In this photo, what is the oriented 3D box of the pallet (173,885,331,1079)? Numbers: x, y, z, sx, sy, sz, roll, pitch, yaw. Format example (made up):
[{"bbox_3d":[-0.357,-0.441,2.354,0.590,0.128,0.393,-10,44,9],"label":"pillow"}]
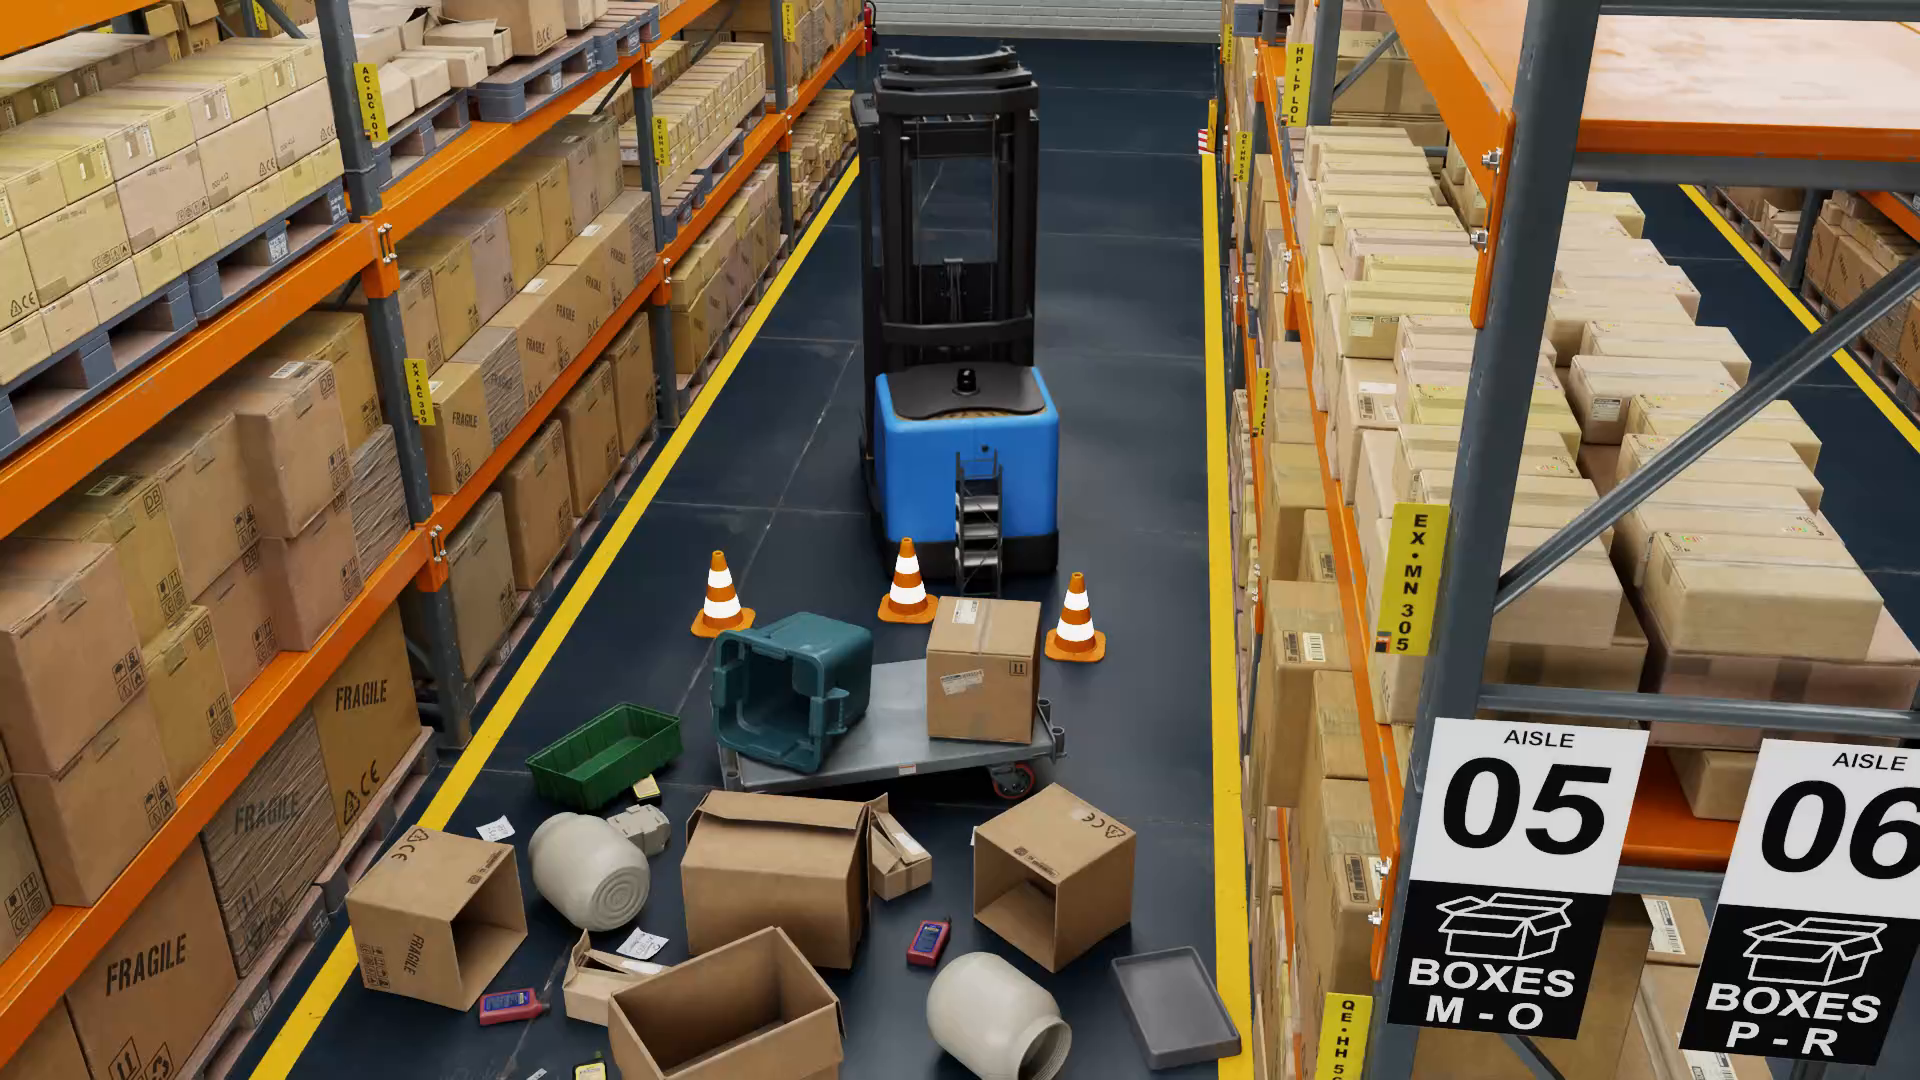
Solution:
[{"bbox_3d":[-3.352,1.863,6.862,1.003,0.211,1.213,3,28,6],"label":"pallet"}]

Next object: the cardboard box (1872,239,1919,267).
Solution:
[{"bbox_3d":[7.425,-2.248,13.061,0.380,0.149,0.250,3,28,6],"label":"cardboard box"}]

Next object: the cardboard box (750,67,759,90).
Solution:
[{"bbox_3d":[-1.938,-3.942,14.205,0.380,0.149,0.250,4,29,7],"label":"cardboard box"}]

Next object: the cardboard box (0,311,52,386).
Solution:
[{"bbox_3d":[-3.010,-0.587,5.023,0.380,0.149,0.250,3,28,6],"label":"cardboard box"}]

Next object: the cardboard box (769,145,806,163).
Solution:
[{"bbox_3d":[-1.722,-3.774,16.320,0.380,0.149,0.250,3,28,5],"label":"cardboard box"}]

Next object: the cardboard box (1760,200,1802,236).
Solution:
[{"bbox_3d":[7.618,-2.962,15.317,0.396,0.266,0.258,4,29,8],"label":"cardboard box"}]

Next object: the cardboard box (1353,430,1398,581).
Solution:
[{"bbox_3d":[1.272,-0.049,4.153,0.500,0.250,0.500,3,28,6],"label":"cardboard box"}]

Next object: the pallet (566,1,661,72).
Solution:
[{"bbox_3d":[-2.570,-3.108,10.185,1.213,0.211,1.003,5,29,9],"label":"pallet"}]

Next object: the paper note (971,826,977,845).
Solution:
[{"bbox_3d":[0.133,1.403,7.905,0.148,0.019,0.142,3,28,6],"label":"paper note"}]

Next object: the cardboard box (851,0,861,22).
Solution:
[{"bbox_3d":[-1.364,-5.891,17.896,0.500,0.500,0.500,4,29,7],"label":"cardboard box"}]

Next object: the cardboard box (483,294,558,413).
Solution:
[{"bbox_3d":[-2.578,-1.043,9.210,0.500,0.500,0.500,3,28,6],"label":"cardboard box"}]

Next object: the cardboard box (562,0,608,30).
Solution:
[{"bbox_3d":[-2.375,-3.178,9.661,0.500,0.311,0.500,3,28,6],"label":"cardboard box"}]

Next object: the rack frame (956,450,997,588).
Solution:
[{"bbox_3d":[0.096,-0.118,9.812,0.240,0.900,0.006,-3,29,-6],"label":"rack frame"}]

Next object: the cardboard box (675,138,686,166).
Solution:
[{"bbox_3d":[-2.225,-2.852,12.181,0.380,0.149,0.250,2,28,5],"label":"cardboard box"}]

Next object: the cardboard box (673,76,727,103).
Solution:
[{"bbox_3d":[-2.070,-3.582,13.224,0.380,0.149,0.250,2,28,4],"label":"cardboard box"}]

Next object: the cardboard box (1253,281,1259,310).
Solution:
[{"bbox_3d":[1.955,-1.483,9.955,0.380,0.149,0.250,4,29,6],"label":"cardboard box"}]

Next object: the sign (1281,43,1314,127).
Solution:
[{"bbox_3d":[1.340,-1.806,6.609,0.100,0.325,0.005,3,28,6],"label":"sign"}]

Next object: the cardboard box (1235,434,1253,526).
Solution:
[{"bbox_3d":[2.219,-0.352,10.360,0.950,0.372,0.625,3,28,5],"label":"cardboard box"}]

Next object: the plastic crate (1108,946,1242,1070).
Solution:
[{"bbox_3d":[0.885,1.923,6.889,0.402,0.080,0.583,-6,29,-11],"label":"plastic crate"}]

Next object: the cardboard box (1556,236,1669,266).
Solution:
[{"bbox_3d":[1.976,-0.838,5.197,0.380,0.149,0.250,4,29,7],"label":"cardboard box"}]

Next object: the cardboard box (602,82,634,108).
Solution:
[{"bbox_3d":[-2.746,-3.502,13.074,0.380,0.149,0.250,4,29,8],"label":"cardboard box"}]

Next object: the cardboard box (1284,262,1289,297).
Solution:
[{"bbox_3d":[1.795,-1.255,8.163,0.380,0.149,0.250,3,28,5],"label":"cardboard box"}]

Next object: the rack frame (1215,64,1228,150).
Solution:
[{"bbox_3d":[3.361,-5.703,17.965,1.000,3.000,0.127,3,28,6],"label":"rack frame"}]

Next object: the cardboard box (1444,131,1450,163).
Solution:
[{"bbox_3d":[2.360,-1.745,7.172,0.500,0.250,0.500,3,28,5],"label":"cardboard box"}]

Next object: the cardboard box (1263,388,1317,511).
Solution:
[{"bbox_3d":[1.537,-0.236,6.343,0.700,0.500,0.500,4,29,6],"label":"cardboard box"}]

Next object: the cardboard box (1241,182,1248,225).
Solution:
[{"bbox_3d":[2.188,-2.334,11.342,0.500,0.250,0.500,3,28,6],"label":"cardboard box"}]

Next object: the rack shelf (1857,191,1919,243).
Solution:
[{"bbox_3d":[7.553,-2.275,12.361,1.077,0.370,4.000,3,28,6],"label":"rack shelf"}]

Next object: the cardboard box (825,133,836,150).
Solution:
[{"bbox_3d":[-1.508,-4.130,17.294,0.380,0.149,0.250,5,29,9],"label":"cardboard box"}]

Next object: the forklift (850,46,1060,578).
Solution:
[{"bbox_3d":[-0.101,-1.729,10.661,1.130,2.935,3.031,-3,29,-6],"label":"forklift"}]

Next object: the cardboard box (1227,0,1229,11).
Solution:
[{"bbox_3d":[2.908,-5.491,16.412,0.500,0.500,0.500,3,28,6],"label":"cardboard box"}]

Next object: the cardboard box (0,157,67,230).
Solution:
[{"bbox_3d":[-2.980,-1.059,5.058,0.380,0.149,0.250,4,29,7],"label":"cardboard box"}]

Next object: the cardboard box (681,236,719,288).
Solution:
[{"bbox_3d":[-2.157,-2.141,12.755,0.500,0.250,0.500,3,28,6],"label":"cardboard box"}]

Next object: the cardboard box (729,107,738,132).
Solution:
[{"bbox_3d":[-2.029,-3.447,13.600,0.380,0.149,0.250,2,28,4],"label":"cardboard box"}]

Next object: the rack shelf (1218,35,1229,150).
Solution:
[{"bbox_3d":[3.116,-4.444,16.388,1.077,0.370,4.000,3,28,6],"label":"rack shelf"}]

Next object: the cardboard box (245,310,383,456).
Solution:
[{"bbox_3d":[-3.114,-0.664,7.315,0.875,0.550,0.550,3,28,6],"label":"cardboard box"}]

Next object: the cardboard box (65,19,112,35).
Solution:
[{"bbox_3d":[-7.191,-3.964,13.575,0.797,0.503,0.637,4,29,8],"label":"cardboard box"}]

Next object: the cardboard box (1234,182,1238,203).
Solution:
[{"bbox_3d":[2.310,-2.601,12.366,0.500,0.250,0.500,3,28,6],"label":"cardboard box"}]

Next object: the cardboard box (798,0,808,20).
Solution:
[{"bbox_3d":[-1.709,-5.118,15.406,0.500,0.500,0.500,3,28,5],"label":"cardboard box"}]

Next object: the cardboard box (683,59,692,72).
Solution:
[{"bbox_3d":[-2.559,-4.106,14.510,0.380,0.149,0.250,4,29,7],"label":"cardboard box"}]

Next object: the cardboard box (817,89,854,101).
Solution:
[{"bbox_3d":[-1.377,-4.870,18.356,0.380,0.149,0.250,4,29,7],"label":"cardboard box"}]

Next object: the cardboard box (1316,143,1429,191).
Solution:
[{"bbox_3d":[1.525,-1.362,6.168,0.380,0.149,0.250,4,29,8],"label":"cardboard box"}]

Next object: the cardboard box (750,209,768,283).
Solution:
[{"bbox_3d":[-1.958,-2.540,14.286,0.500,0.500,0.500,3,28,5],"label":"cardboard box"}]

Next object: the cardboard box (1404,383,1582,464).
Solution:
[{"bbox_3d":[1.314,-0.265,4.133,0.380,0.149,0.250,4,29,7],"label":"cardboard box"}]

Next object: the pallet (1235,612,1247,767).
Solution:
[{"bbox_3d":[1.985,0.807,8.821,1.003,0.211,1.213,3,28,6],"label":"pallet"}]

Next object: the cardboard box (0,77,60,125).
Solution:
[{"bbox_3d":[-3.509,-1.574,6.014,0.380,0.149,0.250,3,28,5],"label":"cardboard box"}]

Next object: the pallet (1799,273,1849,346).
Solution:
[{"bbox_3d":[7.736,-1.920,13.884,1.003,0.211,1.213,3,28,6],"label":"pallet"}]

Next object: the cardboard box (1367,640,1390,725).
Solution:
[{"bbox_3d":[1.165,0.316,3.896,0.380,0.149,0.250,4,29,7],"label":"cardboard box"}]

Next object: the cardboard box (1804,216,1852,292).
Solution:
[{"bbox_3d":[7.515,-2.403,14.032,0.500,0.500,0.500,5,29,8],"label":"cardboard box"}]

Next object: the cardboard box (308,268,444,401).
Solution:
[{"bbox_3d":[-2.979,-1.012,8.099,0.700,0.500,0.500,3,28,5],"label":"cardboard box"}]

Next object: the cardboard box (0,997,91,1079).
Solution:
[{"bbox_3d":[-3.507,2.016,5.434,0.875,0.875,0.875,4,29,6],"label":"cardboard box"}]

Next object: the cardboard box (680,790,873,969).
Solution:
[{"bbox_3d":[-0.790,1.454,7.170,0.797,0.637,0.503,3,28,6],"label":"cardboard box"}]

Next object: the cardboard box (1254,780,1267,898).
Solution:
[{"bbox_3d":[1.497,1.156,6.899,0.500,0.500,0.500,4,29,8],"label":"cardboard box"}]

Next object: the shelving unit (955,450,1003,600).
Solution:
[{"bbox_3d":[0.109,-0.070,9.723,0.258,0.900,0.210,-3,29,-6],"label":"shelving unit"}]

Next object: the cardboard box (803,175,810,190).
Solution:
[{"bbox_3d":[-1.698,-3.510,16.458,0.380,0.149,0.250,3,28,5],"label":"cardboard box"}]

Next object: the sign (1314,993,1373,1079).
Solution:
[{"bbox_3d":[0.852,1.138,3.713,0.100,0.325,0.005,3,28,6],"label":"sign"}]
